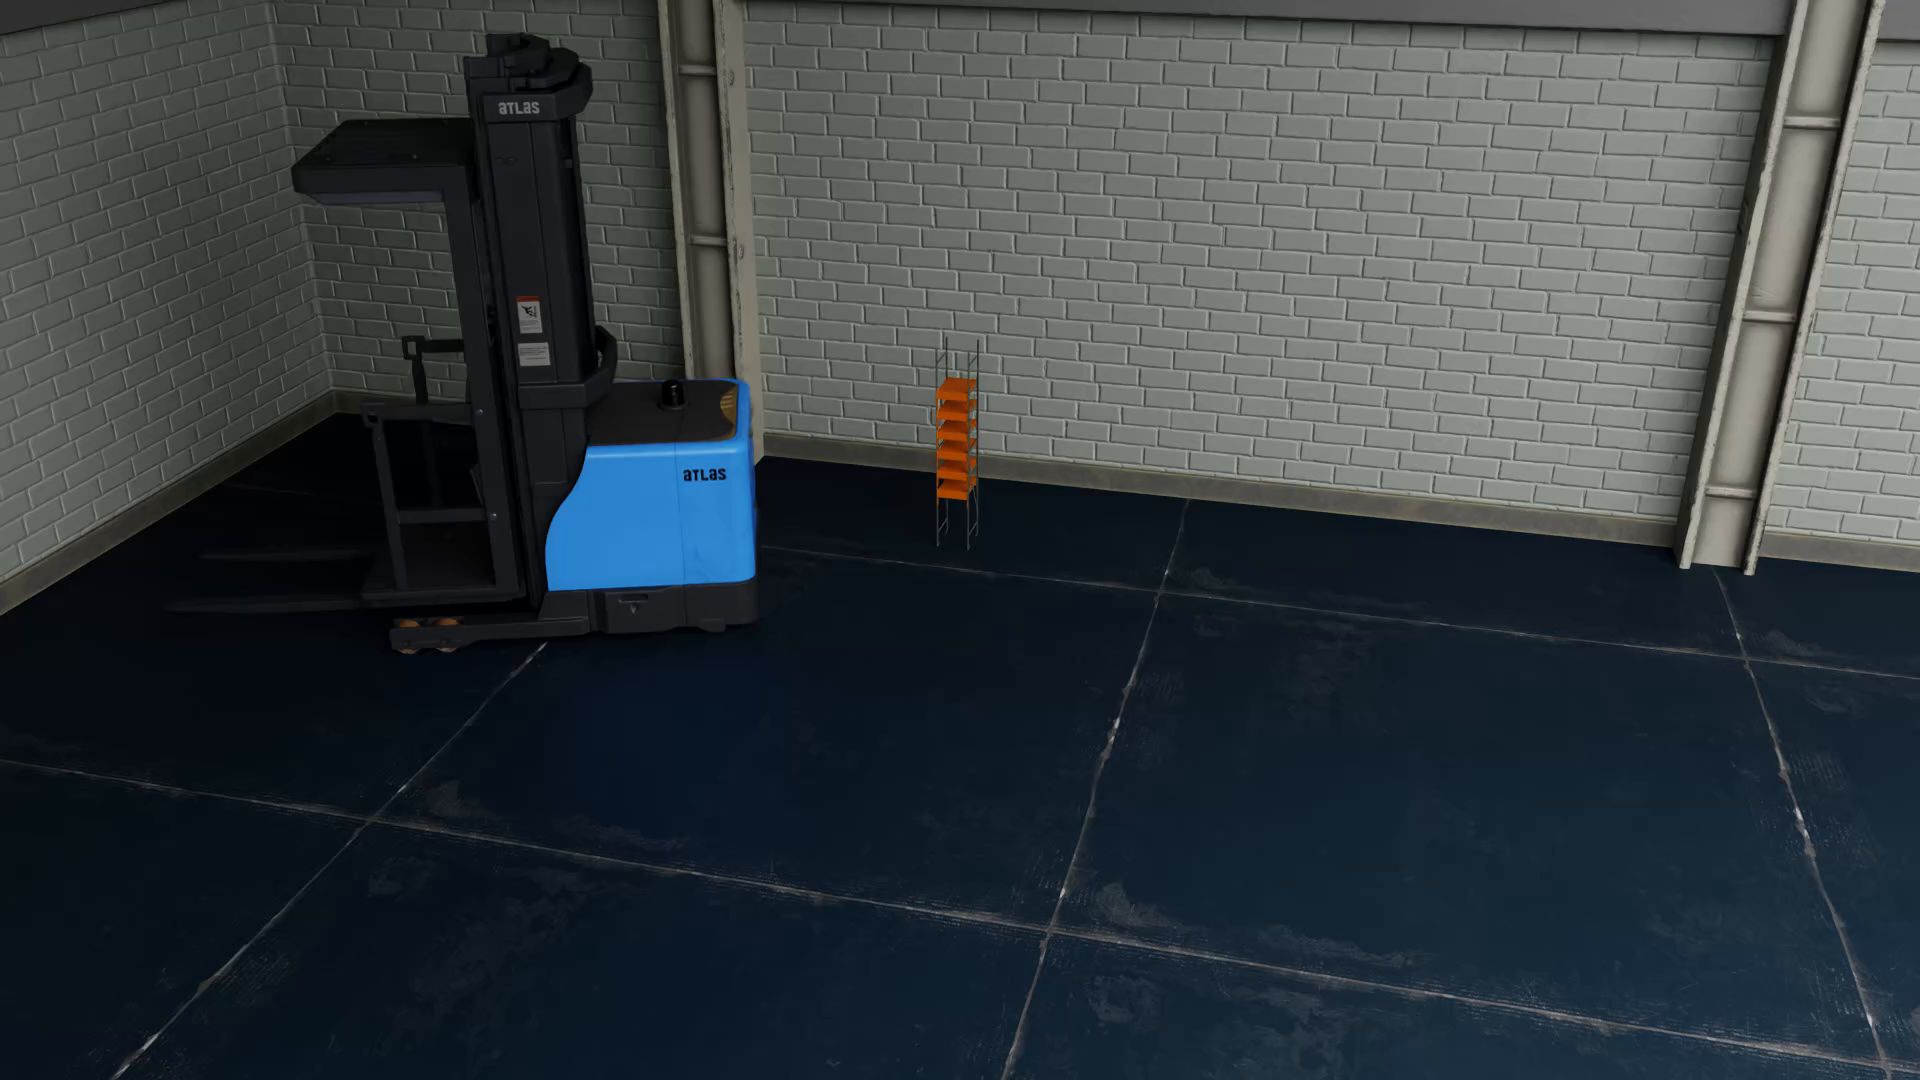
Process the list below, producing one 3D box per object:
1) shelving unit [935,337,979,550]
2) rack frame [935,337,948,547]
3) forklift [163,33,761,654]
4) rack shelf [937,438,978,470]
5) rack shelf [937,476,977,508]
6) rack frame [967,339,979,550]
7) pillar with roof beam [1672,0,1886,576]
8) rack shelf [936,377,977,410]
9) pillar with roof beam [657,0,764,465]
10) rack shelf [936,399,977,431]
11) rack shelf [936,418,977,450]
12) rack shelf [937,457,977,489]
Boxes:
[{"bbox_3d":[-0.014,-0.543,9.495,0.189,1.200,0.258,6,26,13],"label":"shelving unit"},{"bbox_3d":[-0.103,-0.553,9.516,0.006,1.200,0.240,6,26,13],"label":"rack frame"},{"bbox_3d":[-2.601,-0.981,8.400,3.031,2.935,1.130,-3,26,-5],"label":"forklift"},{"bbox_3d":[-0.014,-0.503,9.514,0.180,0.103,0.258,6,26,13],"label":"rack shelf"},{"bbox_3d":[-0.014,-0.286,9.618,0.180,0.103,0.258,6,26,13],"label":"rack shelf"},{"bbox_3d":[0.075,-0.533,9.475,0.006,1.200,0.240,6,26,13],"label":"rack frame"},{"bbox_3d":[3.230,-2.156,3.811,0.400,9.000,9.100,6,26,13],"label":"pillar with roof beam"},{"bbox_3d":[-0.014,-0.828,9.360,0.180,0.103,0.258,6,26,13],"label":"rack shelf"},{"bbox_3d":[-2.581,-2.799,5.160,0.400,9.000,9.100,6,26,13],"label":"pillar with roof beam"},{"bbox_3d":[-0.014,-0.720,9.411,0.180,0.103,0.258,6,26,13],"label":"rack shelf"},{"bbox_3d":[-0.014,-0.612,9.463,0.180,0.103,0.258,6,26,13],"label":"rack shelf"},{"bbox_3d":[-0.014,-0.395,9.566,0.180,0.103,0.258,6,26,13],"label":"rack shelf"}]
